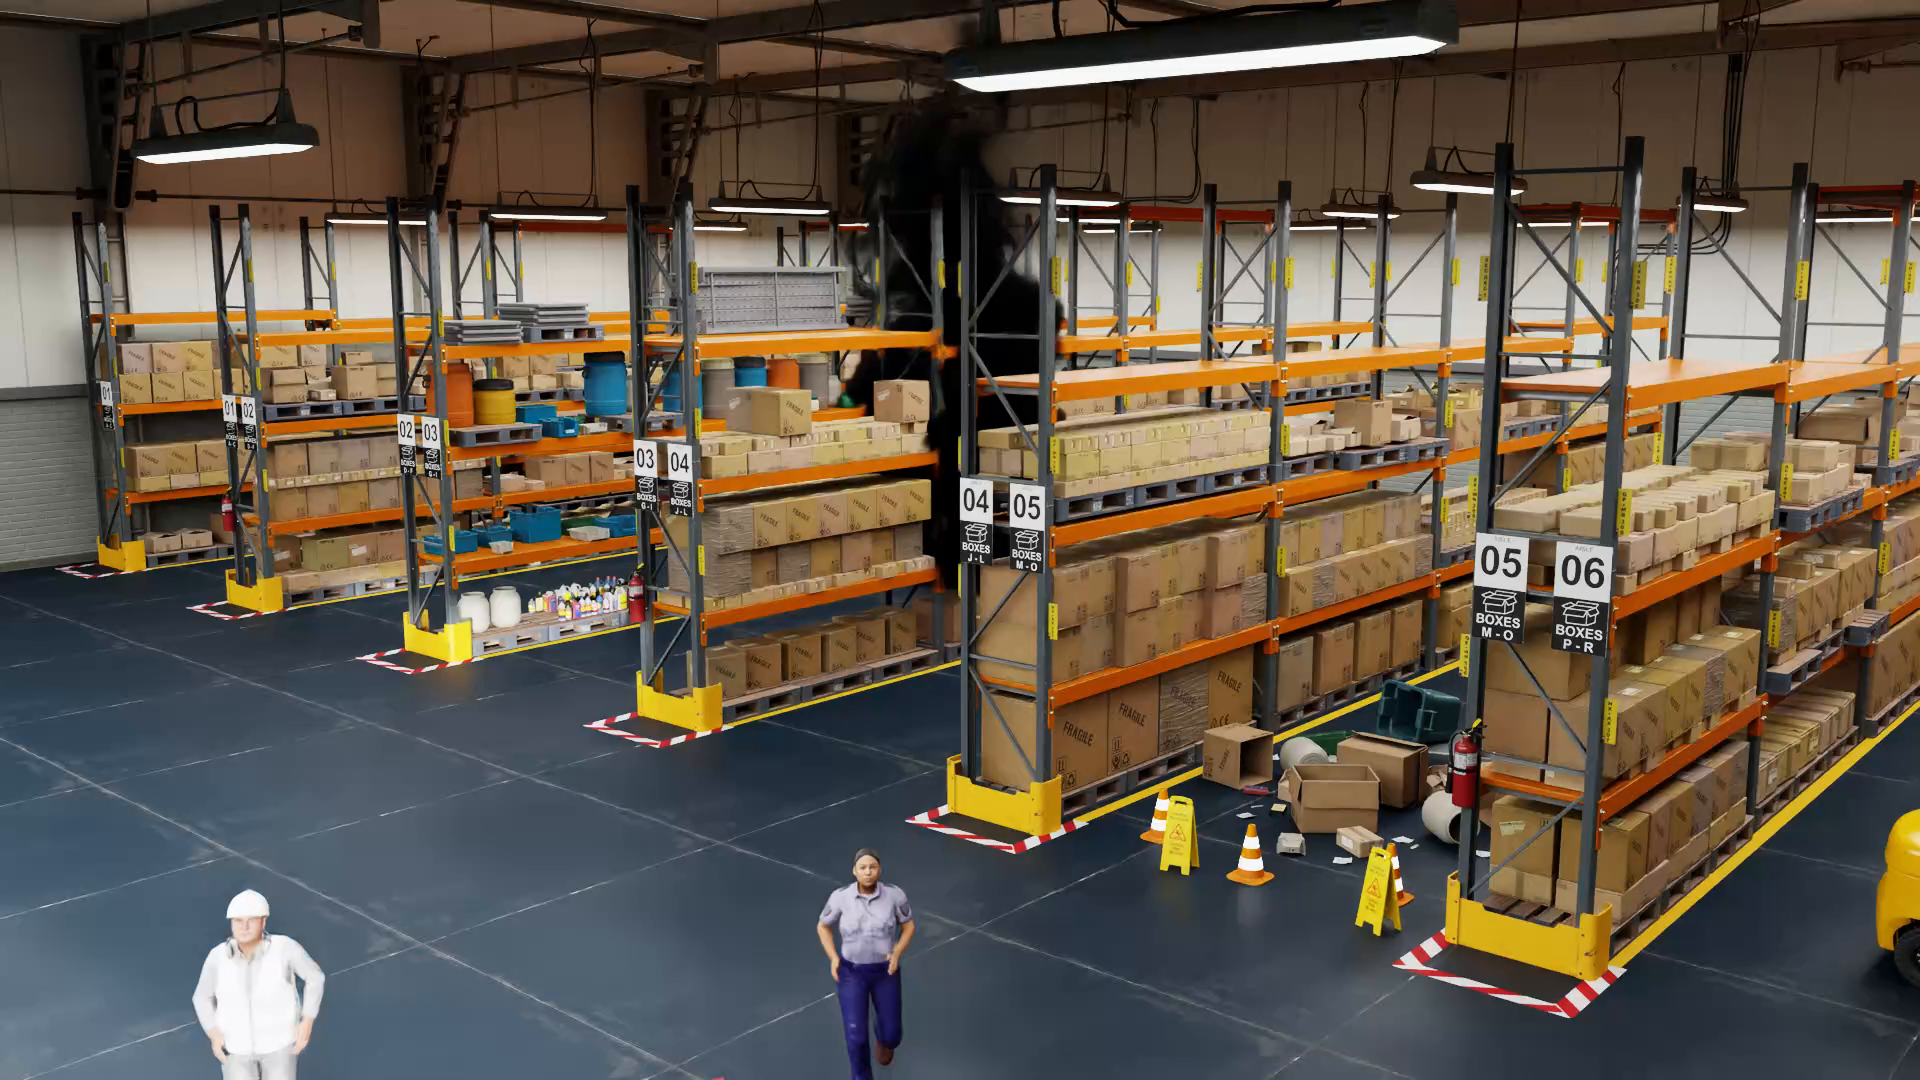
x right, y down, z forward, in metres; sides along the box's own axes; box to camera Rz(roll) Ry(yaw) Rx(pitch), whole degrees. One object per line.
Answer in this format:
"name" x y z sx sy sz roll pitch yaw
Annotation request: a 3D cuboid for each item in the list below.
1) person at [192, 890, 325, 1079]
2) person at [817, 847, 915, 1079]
"person" -3.936 2.786 9.377 0.690 1.727 0.600 -3 10 -15
"person" -0.581 2.686 10.353 0.611 1.598 0.664 -1 10 -6
